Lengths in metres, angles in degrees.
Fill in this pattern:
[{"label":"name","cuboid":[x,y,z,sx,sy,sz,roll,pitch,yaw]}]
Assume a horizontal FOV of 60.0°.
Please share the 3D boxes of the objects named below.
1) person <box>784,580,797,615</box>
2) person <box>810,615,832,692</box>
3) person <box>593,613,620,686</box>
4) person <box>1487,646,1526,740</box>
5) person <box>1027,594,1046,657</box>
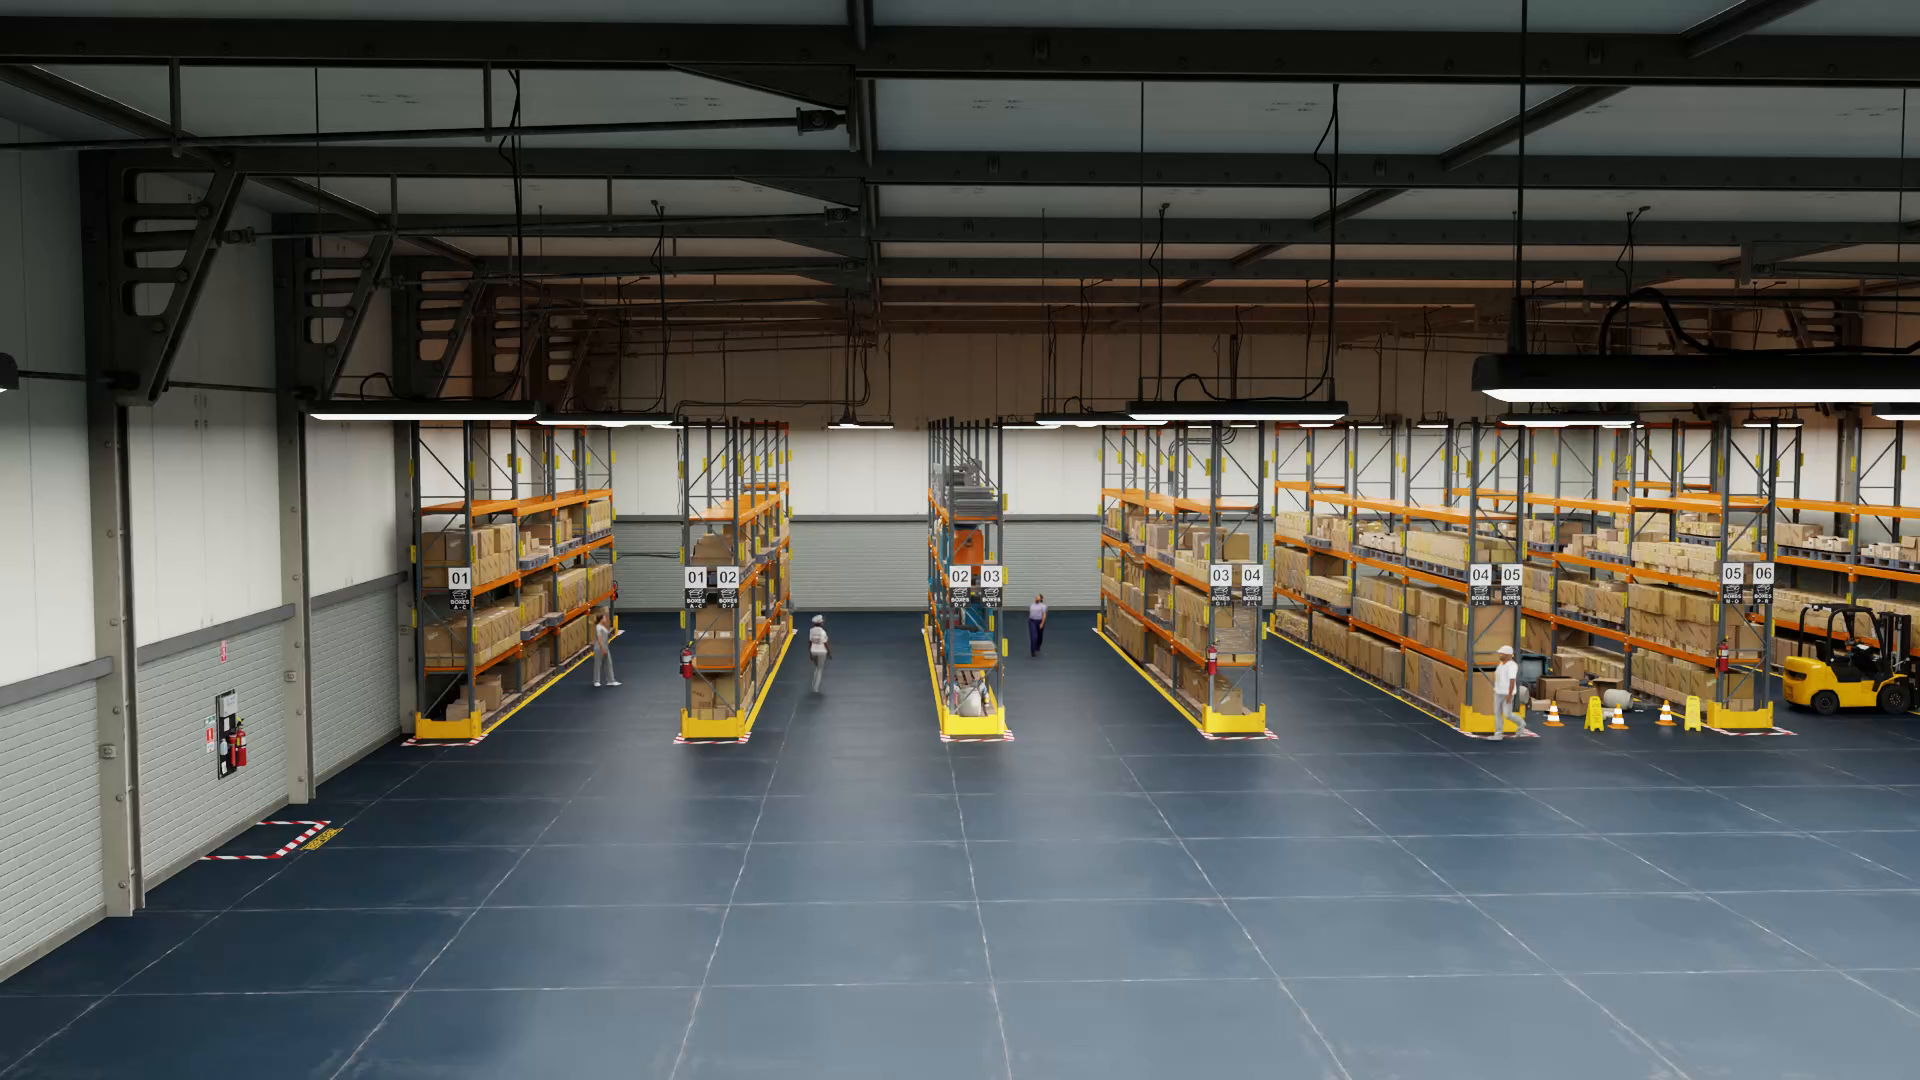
[{"label":"person","cuboid":[-5.057,1.682,48.857,0.460,1.680,0.535,1,4,11]},{"label":"person","cuboid":[-3.062,2.502,36.472,0.470,1.727,0.461,3,5,35]},{"label":"person","cuboid":[-8.003,2.462,37.354,0.575,1.659,0.506,1,4,21]},{"label":"person","cuboid":[10.116,2.829,30.730,0.705,1.763,0.529,-2,4,-28]},{"label":"person","cuboid":[1.963,2.160,42.463,0.484,1.561,0.952,-1,4,-8]}]
